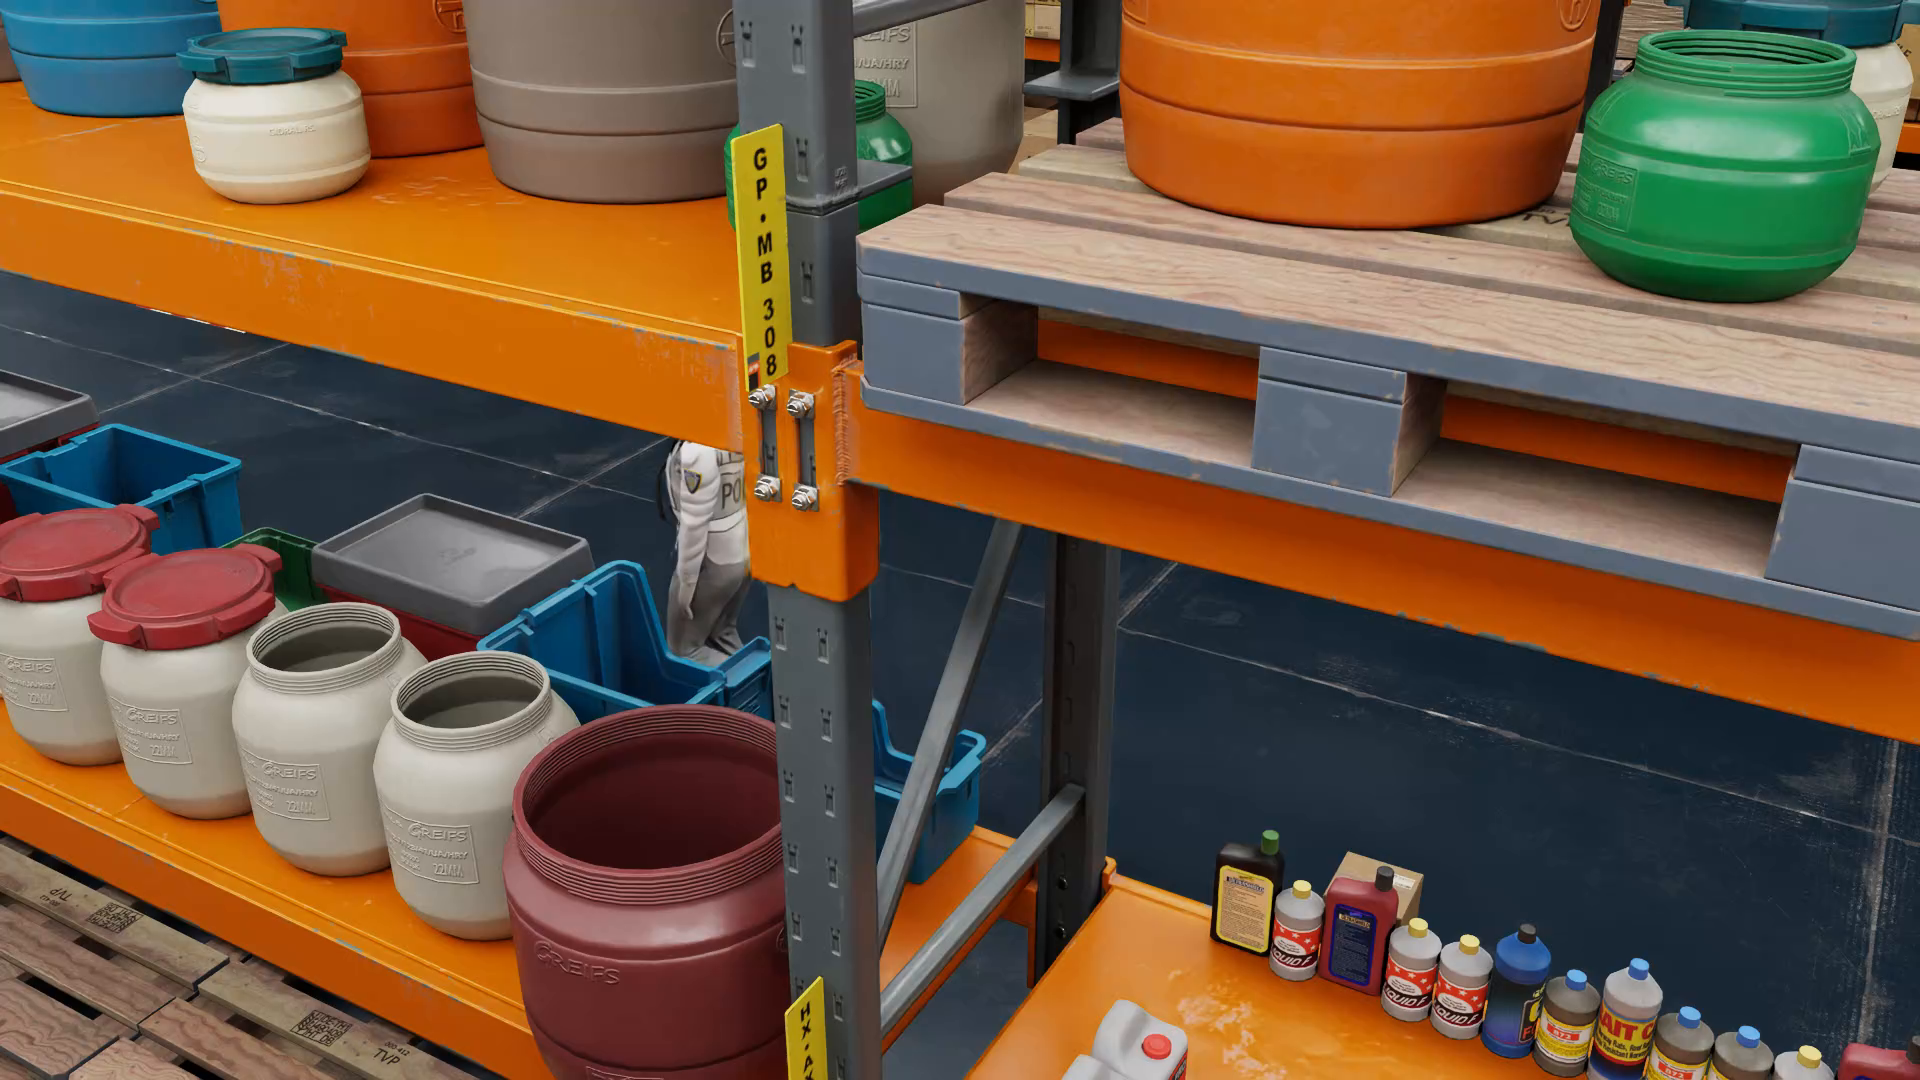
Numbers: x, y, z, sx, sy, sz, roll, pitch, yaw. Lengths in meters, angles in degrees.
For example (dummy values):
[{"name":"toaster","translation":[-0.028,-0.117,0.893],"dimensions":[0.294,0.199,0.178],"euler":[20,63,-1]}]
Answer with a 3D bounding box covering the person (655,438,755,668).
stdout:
[{"name":"person","translation":[-0.835,0.053,5.929],"dimensions":[0.546,1.671,0.493],"euler":[11,29,21]}]
